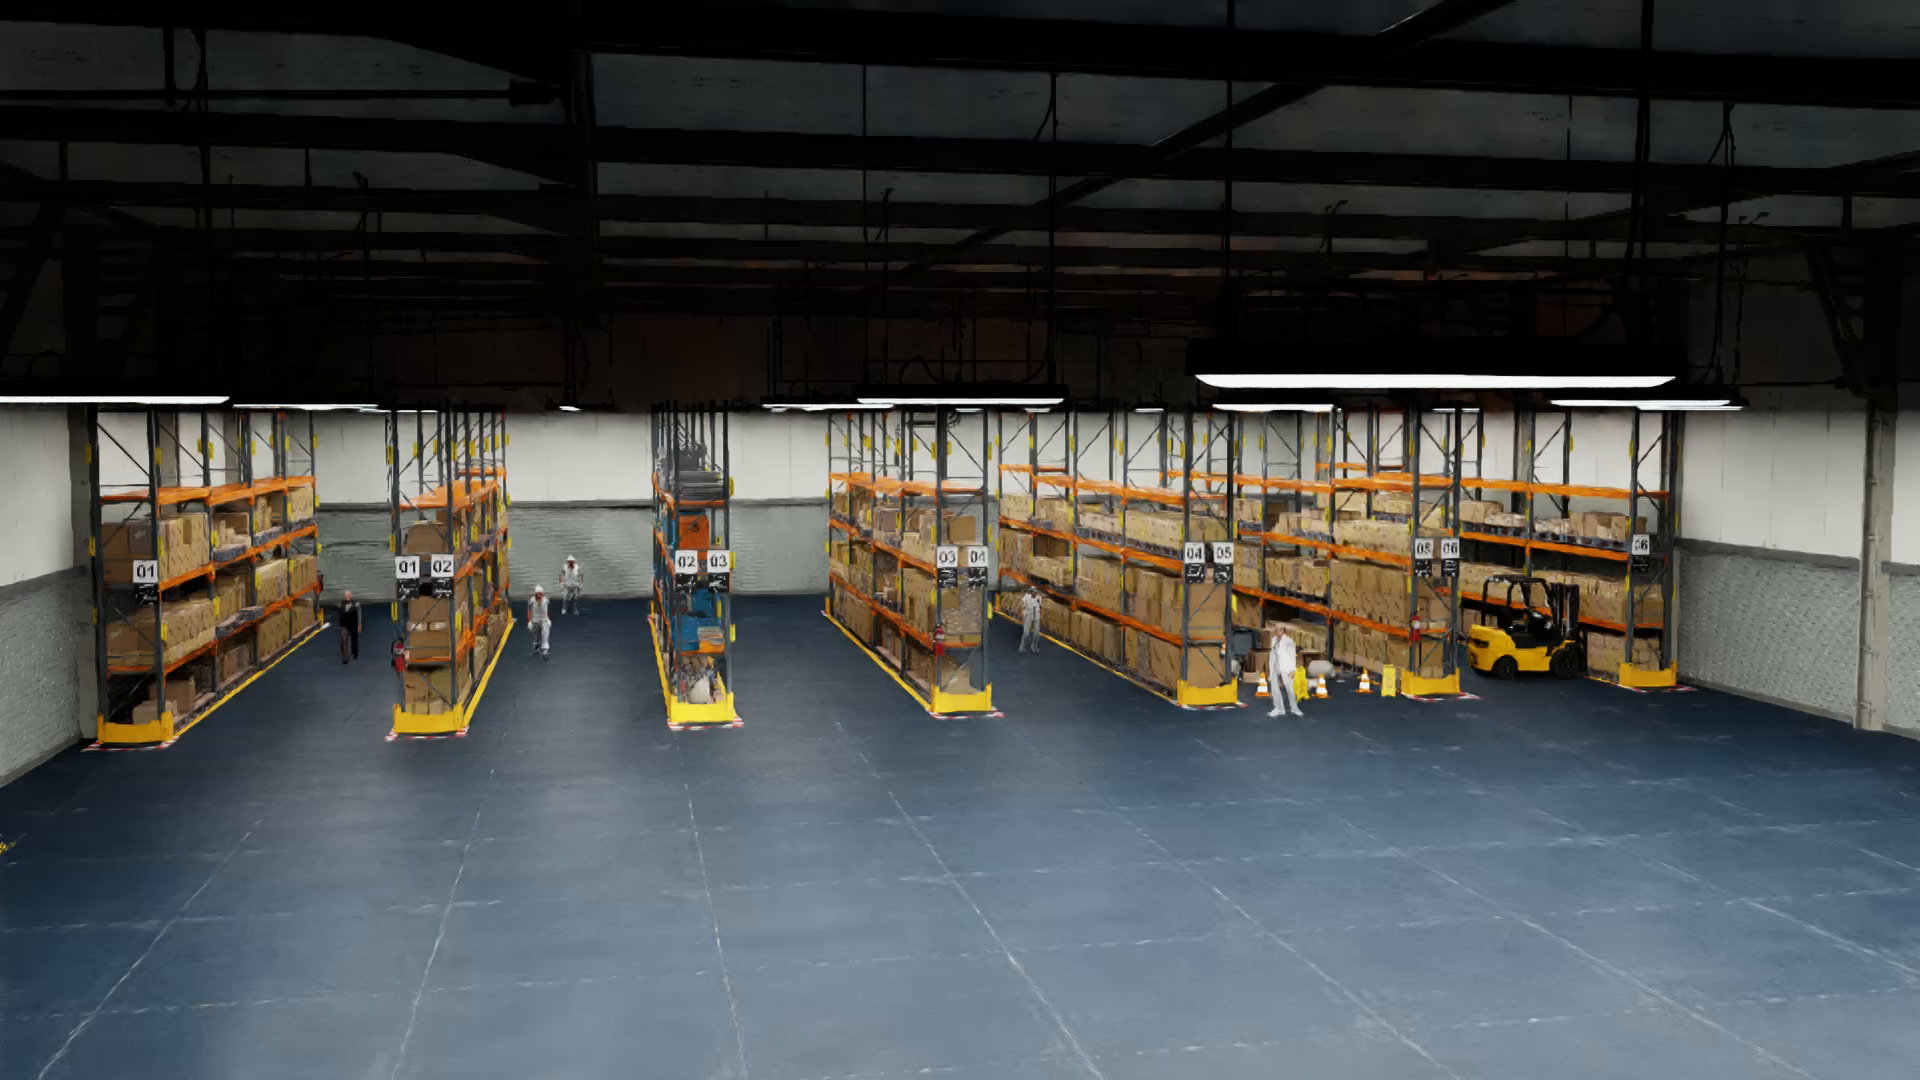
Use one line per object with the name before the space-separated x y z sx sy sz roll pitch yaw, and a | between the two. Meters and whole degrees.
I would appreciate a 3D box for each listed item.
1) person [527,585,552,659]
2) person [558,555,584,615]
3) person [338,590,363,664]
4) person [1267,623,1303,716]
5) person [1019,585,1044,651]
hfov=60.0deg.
person | -9.883 1.910 39.070 0.555 1.709 1.127 -1 4 -14
person | -11.097 1.289 47.458 0.702 1.735 0.549 -1 4 -13
person | -14.101 1.992 38.459 0.555 1.673 1.029 -1 4 -13
person | 6.175 2.459 31.669 0.595 1.772 0.693 -4 6 -41
person | 1.739 1.893 40.266 0.626 1.610 0.573 -1 4 -14
